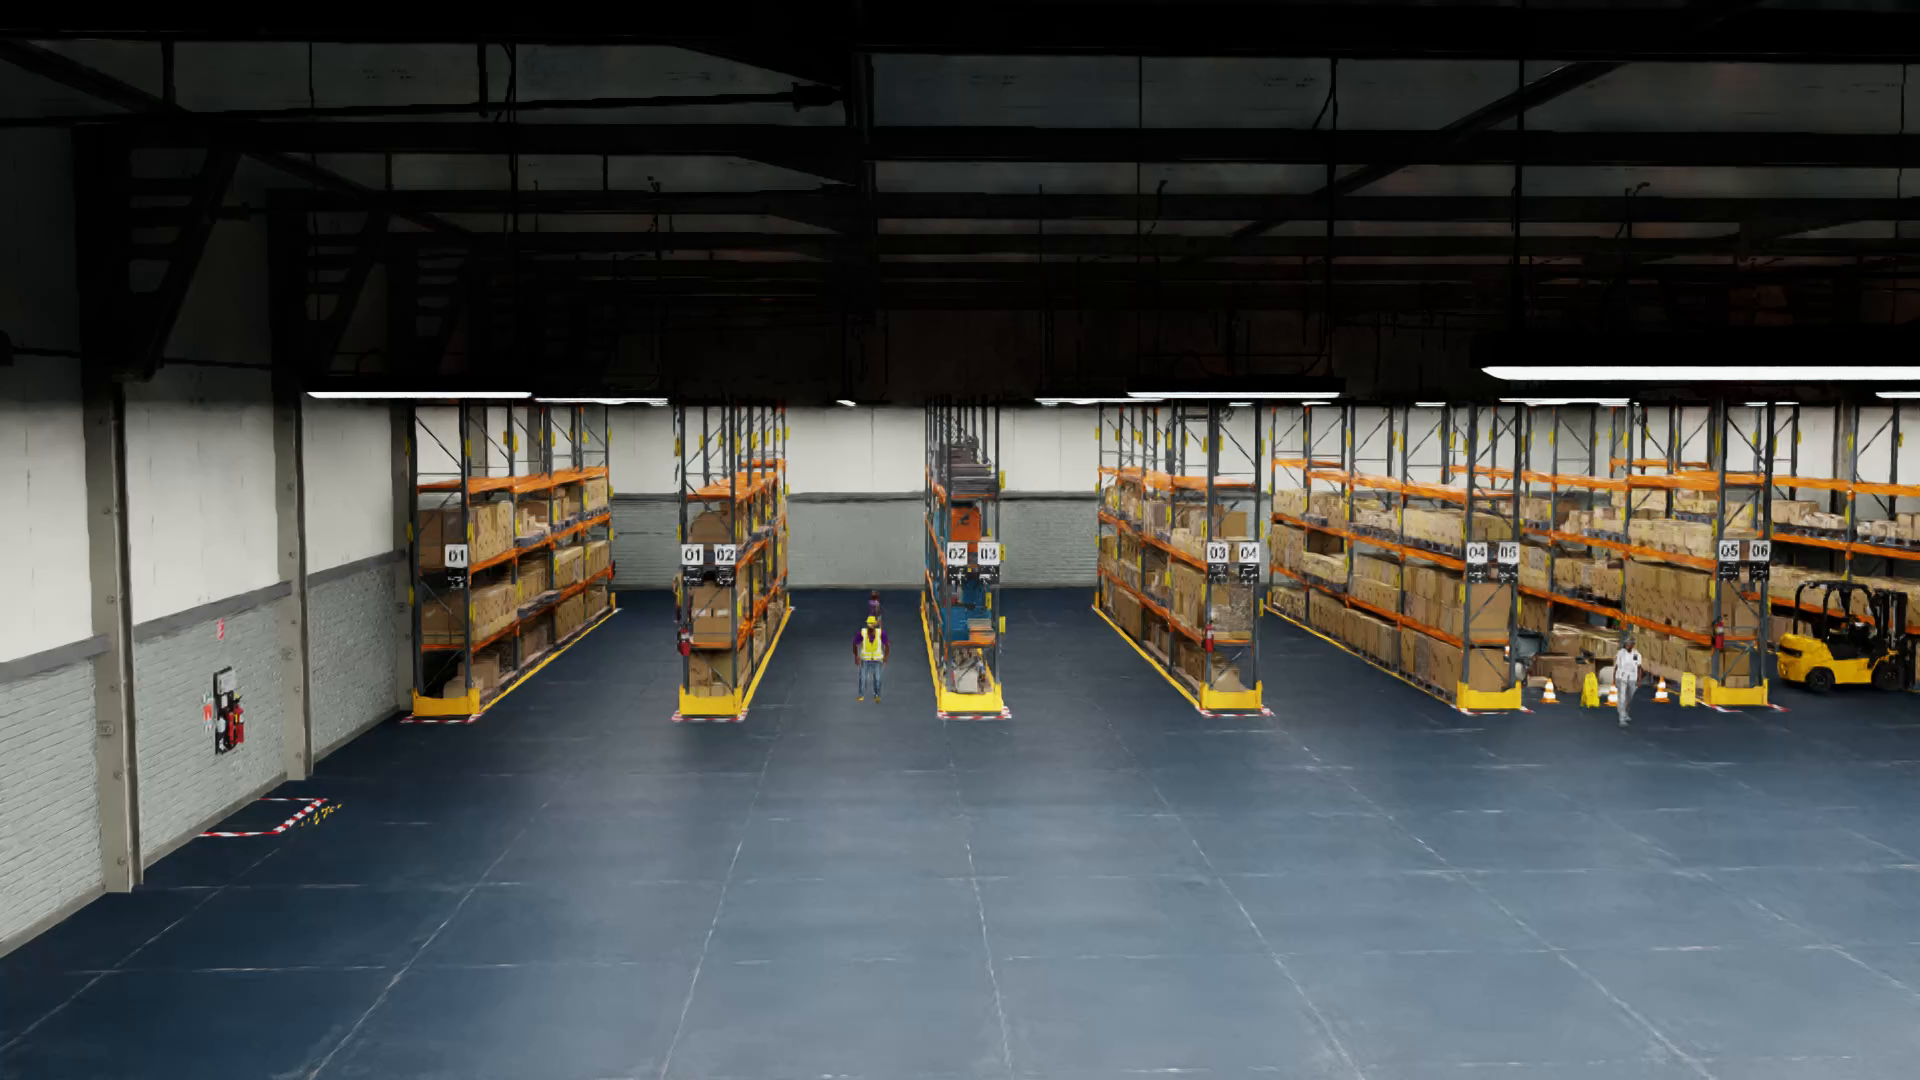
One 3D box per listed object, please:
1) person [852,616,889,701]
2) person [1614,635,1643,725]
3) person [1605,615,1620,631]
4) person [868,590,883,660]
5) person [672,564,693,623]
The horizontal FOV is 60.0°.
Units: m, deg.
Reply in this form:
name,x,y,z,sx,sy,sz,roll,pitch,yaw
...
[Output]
name,x,y,z,sx,sy,sz,roll,pitch,yaw
person,-1.735,2.315,32.406,0.718,1.714,0.578,0,5,-5
person,12.115,2.515,30.150,0.441,1.623,1.000,1,5,6
person,16.245,1.558,41.198,0.450,1.789,0.605,-3,5,-34
person,-1.914,1.932,37.735,0.406,1.600,0.468,-3,5,-33
person,-7.378,1.417,44.374,0.598,1.619,0.507,0,5,-5
